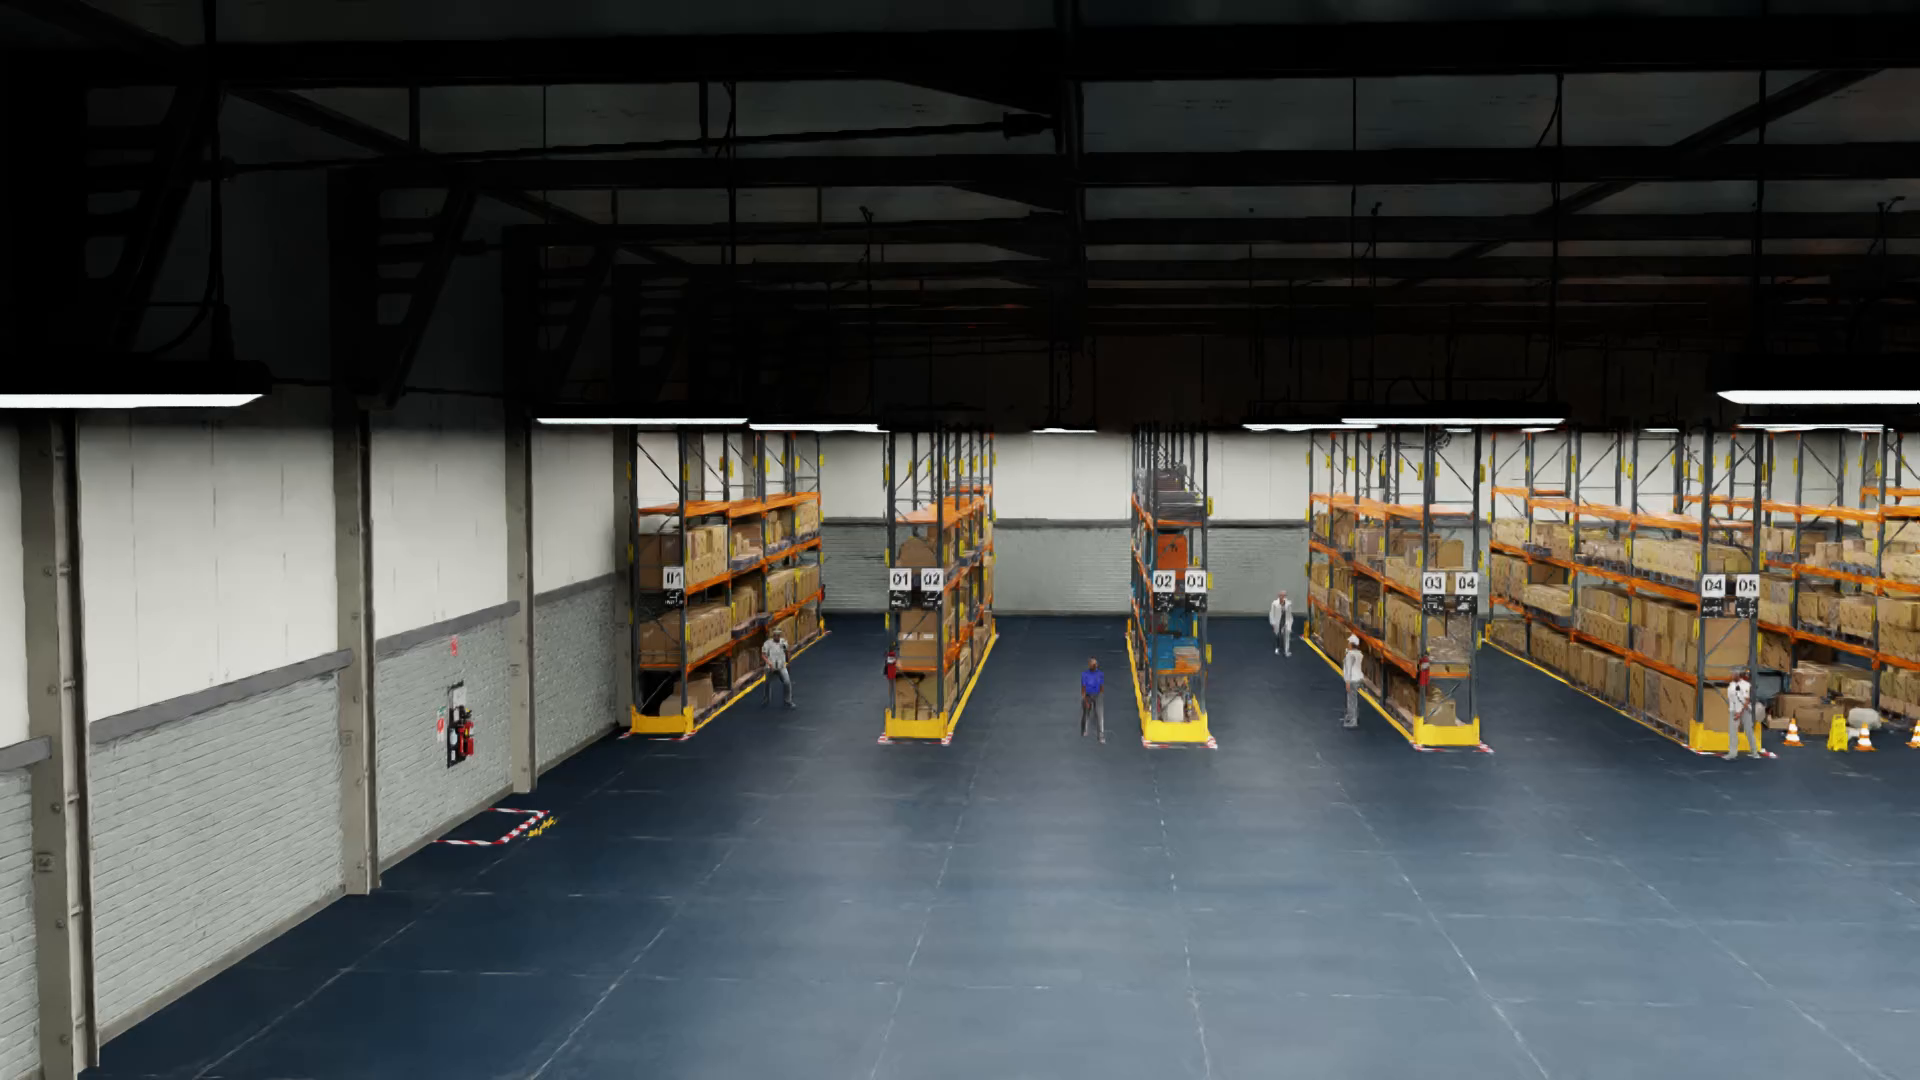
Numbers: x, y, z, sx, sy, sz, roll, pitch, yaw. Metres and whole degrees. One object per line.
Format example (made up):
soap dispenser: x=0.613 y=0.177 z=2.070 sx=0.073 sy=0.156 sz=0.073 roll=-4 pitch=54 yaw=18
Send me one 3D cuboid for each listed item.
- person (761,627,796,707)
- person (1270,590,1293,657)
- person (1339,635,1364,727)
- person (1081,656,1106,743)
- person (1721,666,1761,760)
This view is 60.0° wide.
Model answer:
person: x=-3.848 y=2.655 z=34.981 sx=0.707 sy=1.697 sz=0.827 roll=-1 pitch=4 yaw=-14
person: x=8.309 y=2.138 z=42.958 sx=0.598 sy=1.698 sz=1.194 roll=0 pitch=4 yaw=7
person: x=7.674 y=2.754 z=32.701 sx=0.494 sy=1.775 sz=0.578 roll=2 pitch=4 yaw=35
person: x=2.458 y=2.952 z=30.976 sx=0.442 sy=1.587 sz=0.988 roll=0 pitch=4 yaw=-4
person: x=13.783 y=3.039 z=29.312 sx=0.686 sy=1.657 sz=0.489 roll=-2 pitch=4 yaw=-25
